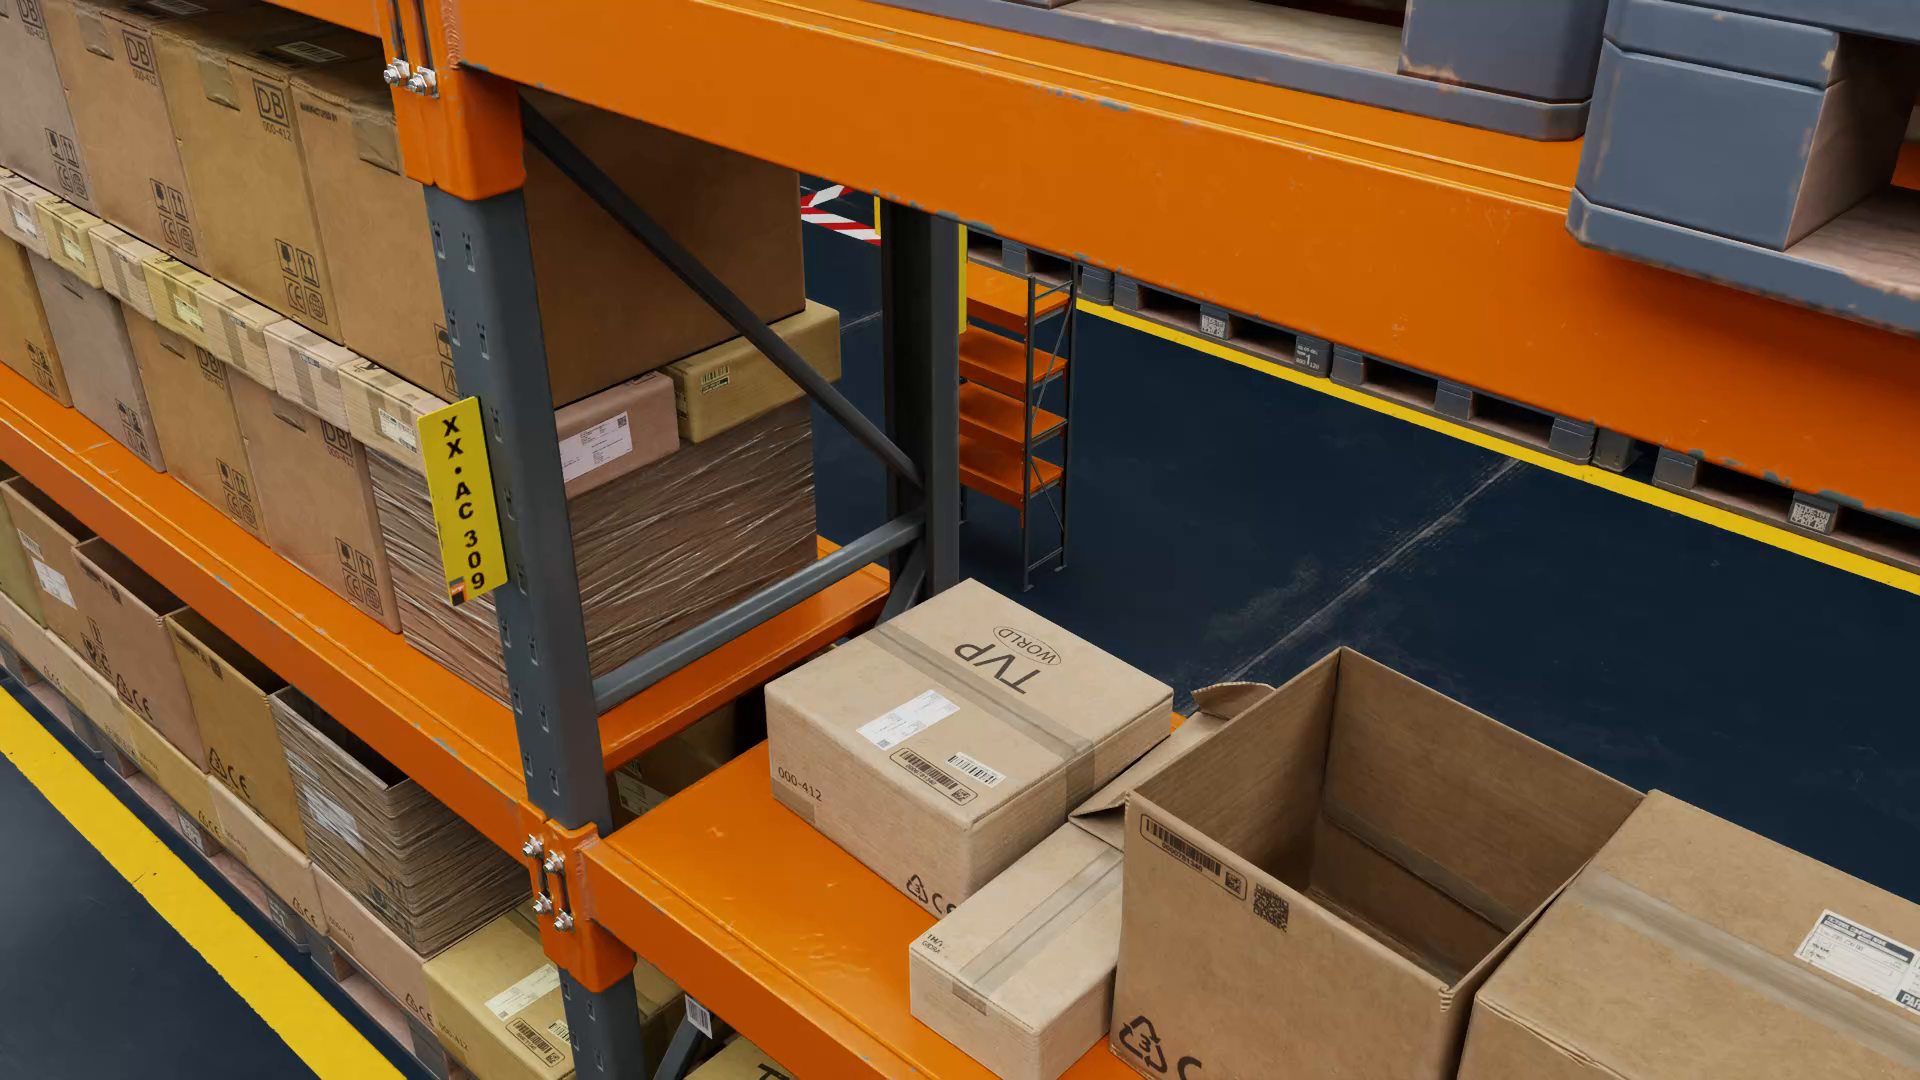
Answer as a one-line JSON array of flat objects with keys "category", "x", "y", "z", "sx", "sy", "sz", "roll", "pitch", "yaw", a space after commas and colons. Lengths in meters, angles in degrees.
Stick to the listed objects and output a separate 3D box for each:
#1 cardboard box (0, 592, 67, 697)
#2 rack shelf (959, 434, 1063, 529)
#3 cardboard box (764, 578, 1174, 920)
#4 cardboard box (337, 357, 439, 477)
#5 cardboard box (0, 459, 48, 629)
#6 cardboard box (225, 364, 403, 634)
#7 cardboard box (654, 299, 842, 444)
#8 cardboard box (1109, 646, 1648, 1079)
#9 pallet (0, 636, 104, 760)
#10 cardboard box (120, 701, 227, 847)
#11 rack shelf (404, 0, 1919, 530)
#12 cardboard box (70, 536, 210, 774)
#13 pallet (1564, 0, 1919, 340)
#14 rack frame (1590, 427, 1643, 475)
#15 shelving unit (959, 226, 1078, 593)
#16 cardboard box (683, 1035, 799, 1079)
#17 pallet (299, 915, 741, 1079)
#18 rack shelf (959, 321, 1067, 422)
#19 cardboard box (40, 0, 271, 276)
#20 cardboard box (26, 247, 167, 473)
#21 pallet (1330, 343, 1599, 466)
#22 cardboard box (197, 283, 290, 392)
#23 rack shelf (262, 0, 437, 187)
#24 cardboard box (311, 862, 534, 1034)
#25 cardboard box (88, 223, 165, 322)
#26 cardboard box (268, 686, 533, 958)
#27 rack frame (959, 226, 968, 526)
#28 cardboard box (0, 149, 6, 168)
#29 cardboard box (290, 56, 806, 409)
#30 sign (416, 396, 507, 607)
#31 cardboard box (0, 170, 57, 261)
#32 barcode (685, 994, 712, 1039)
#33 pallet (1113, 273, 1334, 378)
[{"category": "cardboard box", "x": -2.724, "y": 0.193, "z": 5.280, "sx": 0.500, "sy": 0.250, "sz": 0.500, "roll": 25, "pitch": 39, "yaw": 35}, {"category": "rack shelf", "x": 0.123, "y": -0.229, "z": 5.982, "sx": 0.480, "sy": 0.148, "sz": 0.258, "roll": 25, "pitch": 39, "yaw": 35}, {"category": "cardboard box", "x": 0.015, "y": 0.355, "z": 2.897, "sx": 0.500, "sy": 0.250, "sz": 0.500, "roll": -27, "pitch": 40, "yaw": -37}, {"category": "cardboard box", "x": -0.907, "y": -0.282, "z": 3.084, "sx": 0.250, "sy": 0.149, "sz": 0.380, "roll": 24, "pitch": 39, "yaw": 34}, {"category": "cardboard box", "x": -2.725, "y": -0.127, "z": 5.085, "sx": 0.500, "sy": 0.500, "sz": 0.500, "roll": 25, "pitch": 39, "yaw": 35}, {"category": "cardboard box", "x": -1.108, "y": -0.237, "z": 3.638, "sx": 0.500, "sy": 0.500, "sz": 0.700, "roll": 25, "pitch": 39, "yaw": 35}, {"category": "cardboard box", "x": -0.449, "y": -0.351, "z": 3.198, "sx": 0.250, "sy": 0.149, "sz": 0.380, "roll": 25, "pitch": 39, "yaw": 35}, {"category": "cardboard box", "x": 0.569, "y": 0.549, "z": 2.333, "sx": 0.500, "sy": 0.500, "sz": 0.500, "roll": -26, "pitch": 40, "yaw": -36}, {"category": "pallet", "x": -2.750, "y": 0.196, "z": 5.719, "sx": 1.213, "sy": 0.211, "sz": 1.003, "roll": 25, "pitch": 39, "yaw": 35}, {"category": "cardboard box", "x": -1.986, "y": 0.541, "z": 4.701, "sx": 0.500, "sy": 0.250, "sz": 0.500, "roll": 25, "pitch": 39, "yaw": 35}, {"category": "rack shelf", "x": 1.103, "y": -0.148, "z": 1.376, "sx": 4.000, "sy": 0.370, "sz": 1.077, "roll": 25, "pitch": 39, "yaw": 35}, {"category": "cardboard box", "x": -1.987, "y": 0.220, "z": 4.507, "sx": 0.500, "sy": 0.500, "sz": 0.500, "roll": 25, "pitch": 39, "yaw": 35}, {"category": "pallet", "x": 1.192, "y": -0.269, "z": 1.064, "sx": 1.213, "sy": 0.211, "sz": 1.003, "roll": 27, "pitch": 40, "yaw": 37}, {"category": "rack frame", "x": 2.942, "y": -1.758, "z": 6.263, "sx": 0.127, "sy": 3.000, "sz": 1.000, "roll": 25, "pitch": 39, "yaw": 35}, {"category": "shelving unit", "x": 0.123, "y": -0.457, "z": 5.845, "sx": 0.503, "sy": 1.200, "sz": 0.258, "roll": 25, "pitch": 39, "yaw": 35}, {"category": "cardboard box", "x": -0.240, "y": 1.133, "z": 3.174, "sx": 0.500, "sy": 0.311, "sz": 0.500, "roll": 25, "pitch": 39, "yaw": 35}, {"category": "pallet", "x": -0.941, "y": 1.041, "z": 4.317, "sx": 1.213, "sy": 0.211, "sz": 1.003, "roll": 25, "pitch": 39, "yaw": 35}, {"category": "rack shelf", "x": 0.123, "y": -0.591, "z": 5.765, "sx": 0.480, "sy": 0.148, "sz": 0.258, "roll": 25, "pitch": 39, "yaw": 35}, {"category": "cardboard box", "x": -1.459, "y": -0.961, "z": 3.583, "sx": 0.500, "sy": 0.500, "sz": 0.700, "roll": 25, "pitch": 39, "yaw": 35}, {"category": "cardboard box", "x": -1.858, "y": -0.589, "z": 4.223, "sx": 0.500, "sy": 0.500, "sz": 0.700, "roll": 26, "pitch": 40, "yaw": 36}, {"category": "pallet", "x": 2.420, "y": -0.783, "z": 7.345, "sx": 1.213, "sy": 0.211, "sz": 1.003, "roll": 25, "pitch": 39, "yaw": 35}, {"category": "cardboard box", "x": -1.298, "y": -0.462, "z": 3.384, "sx": 0.250, "sy": 0.149, "sz": 0.380, "roll": 25, "pitch": 39, "yaw": 35}, {"category": "rack shelf", "x": -1.863, "y": -1.532, "z": 3.675, "sx": 4.000, "sy": 0.370, "sz": 1.077, "roll": 25, "pitch": 39, "yaw": 35}, {"category": "cardboard box", "x": -1.234, "y": 0.882, "z": 4.136, "sx": 0.500, "sy": 0.250, "sz": 0.500, "roll": 25, "pitch": 39, "yaw": 35}, {"category": "cardboard box", "x": -1.665, "y": -0.636, "z": 3.672, "sx": 0.250, "sy": 0.149, "sz": 0.380, "roll": 26, "pitch": 40, "yaw": 36}, {"category": "cardboard box", "x": -1.233, "y": 0.560, "z": 3.944, "sx": 0.500, "sy": 0.500, "sz": 0.500, "roll": 25, "pitch": 39, "yaw": 35}, {"category": "rack frame", "x": -0.058, "y": -0.541, "z": 5.986, "sx": 0.015, "sy": 1.200, "sz": 0.240, "roll": 25, "pitch": 39, "yaw": 35}, {"category": "cardboard box", "x": -2.201, "y": -1.307, "z": 4.158, "sx": 0.500, "sy": 0.500, "sz": 0.700, "roll": 25, "pitch": 39, "yaw": 35}, {"category": "cardboard box", "x": -0.713, "y": -0.613, "z": 3.004, "sx": 0.500, "sy": 0.500, "sz": 0.700, "roll": 25, "pitch": 39, "yaw": 35}, {"category": "sign", "x": -0.751, "y": -0.055, "z": 2.517, "sx": 0.005, "sy": 0.325, "sz": 0.100, "roll": 25, "pitch": 39, "yaw": 35}, {"category": "cardboard box", "x": -2.060, "y": -0.817, "z": 3.974, "sx": 0.250, "sy": 0.149, "sz": 0.380, "roll": 25, "pitch": 39, "yaw": 36}, {"category": "barcode", "x": -0.470, "y": 0.856, "z": 2.986, "sx": 0.075, "sy": 0.075, "sz": 0.001, "roll": 25, "pitch": 39, "yaw": 35}, {"category": "pallet", "x": 1.511, "y": -1.205, "z": 8.047, "sx": 1.213, "sy": 0.211, "sz": 1.003, "roll": 25, "pitch": 39, "yaw": 35}]
